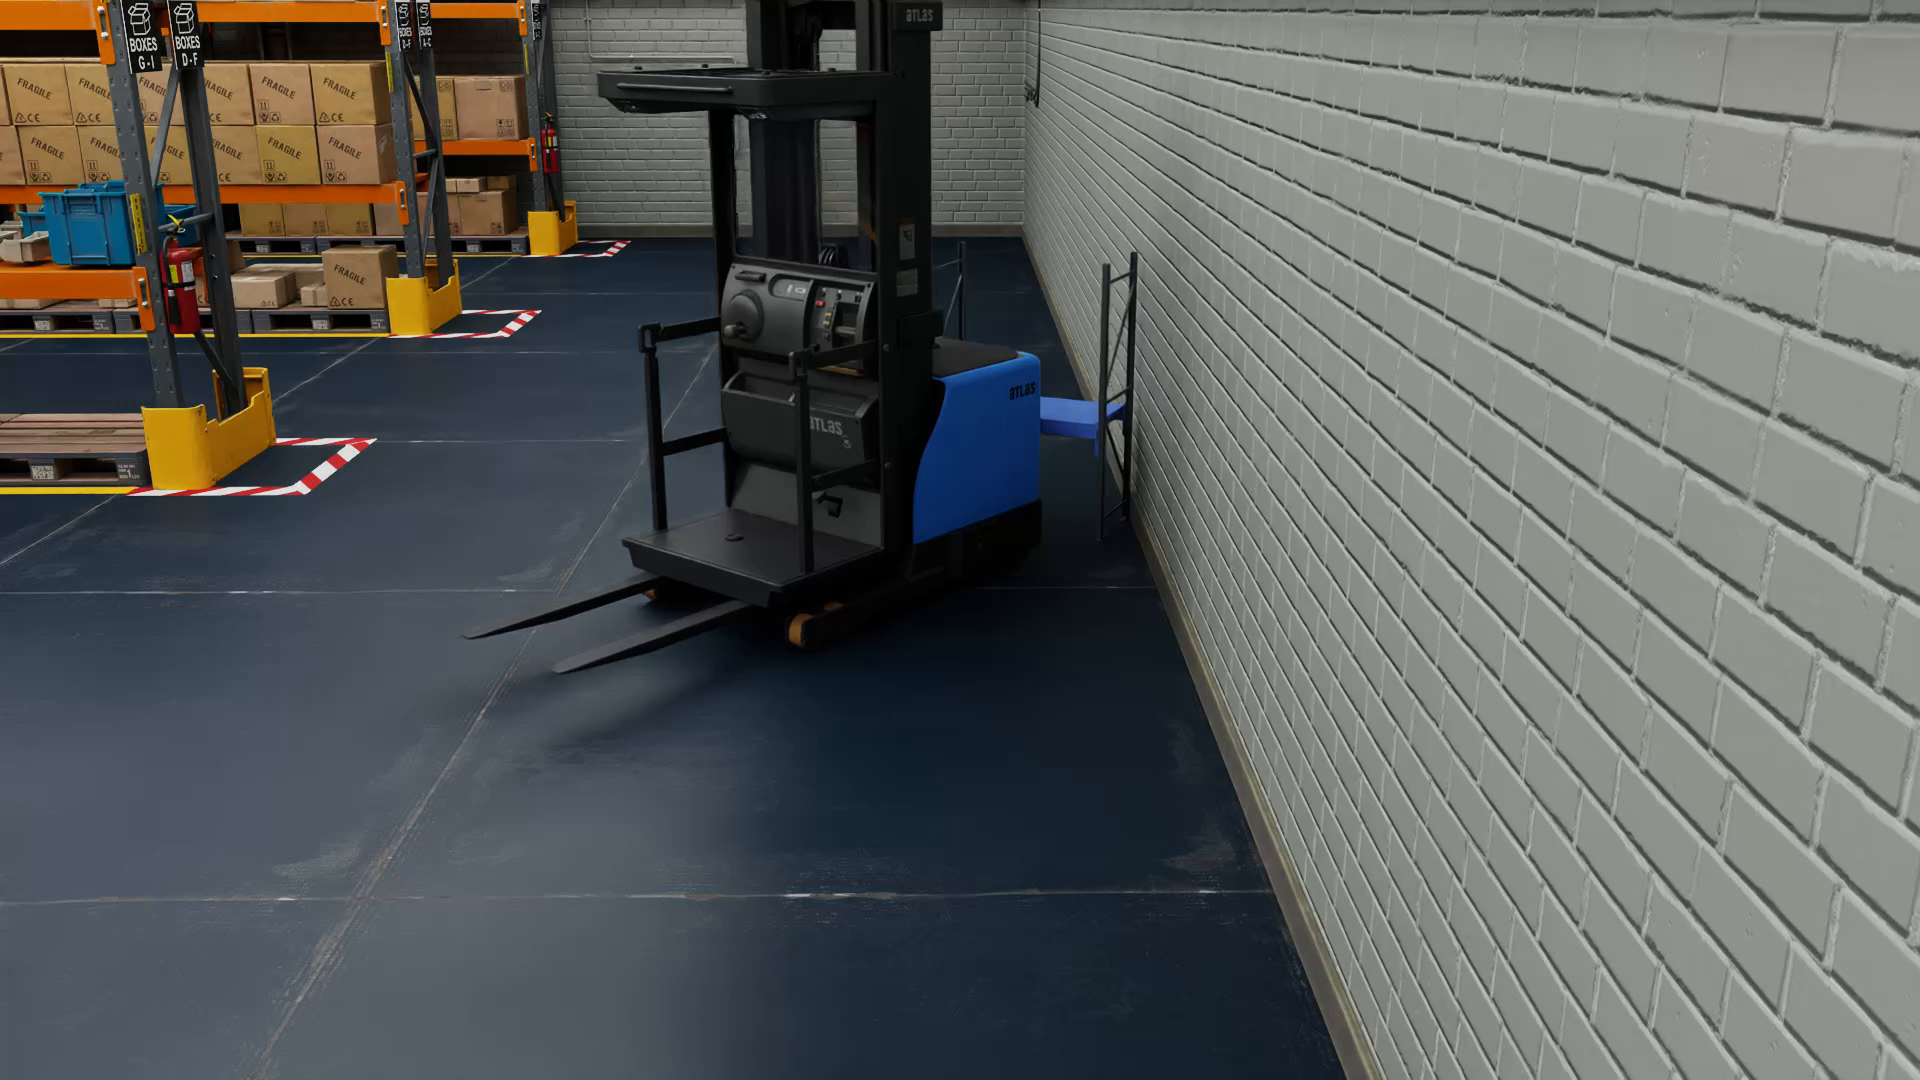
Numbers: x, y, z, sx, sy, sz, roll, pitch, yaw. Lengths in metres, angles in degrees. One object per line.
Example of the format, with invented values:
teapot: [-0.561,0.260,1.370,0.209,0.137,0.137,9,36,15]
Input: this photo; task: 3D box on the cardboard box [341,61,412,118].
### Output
cardboard box: [-5.247,-4.017,14.858,0.500,0.500,0.500,0,18,1]

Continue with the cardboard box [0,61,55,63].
cardboard box: [-8.298,-4.001,14.808,0.500,0.500,0.500,0,18,-1]

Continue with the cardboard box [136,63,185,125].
cardboard box: [-6.777,-3.843,14.317,0.500,0.500,0.500,0,18,1]

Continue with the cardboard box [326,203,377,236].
cardboard box: [-7.116,-3.894,19.679,0.500,0.500,0.700,0,18,0]

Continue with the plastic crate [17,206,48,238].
plastic crate: [-5.635,-1.947,10.382,0.300,0.233,0.416,0,18,-1]

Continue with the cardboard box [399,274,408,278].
cardboard box: [-5.224,-2.370,15.471,0.250,0.149,0.380,0,18,-1]

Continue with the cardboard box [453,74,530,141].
cardboard box: [-5.391,-5.065,19.435,0.700,0.700,0.980,1,18,2]

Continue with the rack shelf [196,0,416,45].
rack shelf: [-6.799,-4.491,14.403,4.000,0.370,1.077,0,18,-1]

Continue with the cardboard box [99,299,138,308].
cardboard box: [-7.511,-2.199,14.910,0.250,0.166,0.380,0,18,-1]

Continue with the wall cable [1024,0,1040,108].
wall cable: [0.779,-6.224,18.801,0.112,2.526,3.097,0,18,-1]

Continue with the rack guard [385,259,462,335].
rack guard: [-4.876,-2.224,15.162,0.348,0.500,1.175,0,18,-1]

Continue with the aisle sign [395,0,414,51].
aisle sign: [-4.726,-4.559,14.094,0.004,0.787,0.394,0,18,-1]

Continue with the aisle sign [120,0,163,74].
aisle sign: [-4.648,-3.051,9.391,0.004,0.787,0.394,0,18,-1]

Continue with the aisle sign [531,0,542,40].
aisle sign: [-4.805,-6.074,18.816,0.004,0.787,0.394,0,18,-1]

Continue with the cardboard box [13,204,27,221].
cardboard box: [-11.267,-4.031,19.535,0.750,0.750,0.750,0,18,-1]

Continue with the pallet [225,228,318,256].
pallet: [-8.119,-3.560,19.801,1.213,0.211,1.003,0,18,-1]

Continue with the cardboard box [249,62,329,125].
cardboard box: [-5.745,-3.850,14.337,0.500,0.500,0.500,0,18,1]

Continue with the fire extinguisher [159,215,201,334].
fire extinguisher: [-4.567,-1.549,9.704,0.183,0.674,0.296,0,18,-1]

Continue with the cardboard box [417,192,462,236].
cardboard box: [-6.080,-3.901,19.702,0.500,0.500,0.700,0,18,-1]

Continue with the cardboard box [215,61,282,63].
cardboard box: [-6.270,-4.011,14.840,0.500,0.500,0.500,0,18,0]

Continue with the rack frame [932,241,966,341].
rack frame: [-0.081,-0.902,9.403,0.032,1.500,0.500,8,19,23]

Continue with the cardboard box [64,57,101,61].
cardboard box: [-9.855,-5.384,19.010,0.500,0.250,0.500,0,18,0]

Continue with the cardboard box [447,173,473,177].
cardboard box: [-5.964,-4.271,19.795,0.250,0.149,0.380,0,18,-1]

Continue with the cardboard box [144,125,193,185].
cardboard box: [-6.764,-3.370,14.480,0.500,0.500,0.500,-1,18,-2]

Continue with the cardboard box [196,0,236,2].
cardboard box: [-6.309,-4.683,14.071,0.500,0.250,0.500,0,18,-1]

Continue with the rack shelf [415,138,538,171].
rack shelf: [-6.881,-4.575,19.578,4.000,0.370,1.077,0,18,-1]

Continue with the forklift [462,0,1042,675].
forklift: [-0.897,-1.071,7.587,1.130,2.935,3.031,14,23,37]

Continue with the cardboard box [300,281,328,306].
cardboard box: [-5.746,-2.223,14.984,0.250,0.166,0.380,0,18,-1]

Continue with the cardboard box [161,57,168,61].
cardboard box: [-9.344,-5.384,19.009,0.500,0.250,0.500,0,18,0]

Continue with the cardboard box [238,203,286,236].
cardboard box: [-8.132,-3.890,19.669,0.500,0.500,0.700,0,18,0]

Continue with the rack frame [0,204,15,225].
rack frame: [-8.799,-3.395,14.722,0.127,3.000,1.000,0,18,-1]

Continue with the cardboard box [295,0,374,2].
cardboard box: [-5.309,-4.689,14.088,0.500,0.250,0.500,0,18,-1]

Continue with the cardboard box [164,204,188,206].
cardboard box: [-9.529,-4.042,19.569,0.750,0.750,0.750,0,18,0]

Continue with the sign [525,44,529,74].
sign: [-4.887,-5.426,18.768,0.005,0.325,0.100,0,18,-1]

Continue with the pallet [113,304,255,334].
pallet: [-6.889,-2.077,15.178,1.213,0.211,1.003,0,18,-1]

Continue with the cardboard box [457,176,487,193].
cardboard box: [-5.705,-4.156,19.435,0.250,0.149,0.380,0,18,-2]

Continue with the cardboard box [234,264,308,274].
cardboard box: [-6.348,-2.394,15.381,0.500,0.250,0.500,0,18,-1]

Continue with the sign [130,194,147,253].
sign: [-4.700,-1.812,9.517,0.005,0.325,0.100,0,18,-1]

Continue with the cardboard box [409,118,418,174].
cardboard box: [-5.247,-3.541,15.011,0.500,0.500,0.500,0,18,0]

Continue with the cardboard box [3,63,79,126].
cardboard box: [-7.808,-3.838,14.301,0.500,0.500,0.500,-1,18,-3]

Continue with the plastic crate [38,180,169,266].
plastic crate: [-5.057,-1.889,9.868,0.499,0.435,0.616,0,18,-1]

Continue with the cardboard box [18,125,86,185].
cardboard box: [-7.773,-3.366,14.465,0.500,0.500,0.500,0,18,0]

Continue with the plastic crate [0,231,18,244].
plastic crate: [-5.828,-1.749,9.922,0.243,0.136,0.396,0,18,-1]

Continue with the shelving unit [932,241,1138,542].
shelving unit: [0.384,-0.839,9.207,1.048,1.500,0.538,8,19,23]

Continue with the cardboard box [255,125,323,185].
cardboard box: [-5.762,-3.373,14.489,0.500,0.500,0.500,0,18,0]

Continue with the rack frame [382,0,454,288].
rack frame: [-4.800,-3.415,14.782,0.127,3.000,1.000,0,18,-1]

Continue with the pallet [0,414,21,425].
pallet: [-6.767,-0.577,10.501,1.213,0.211,1.003,0,18,-1]

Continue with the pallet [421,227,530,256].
pallet: [-5.680,-3.572,19.837,1.213,0.211,1.003,0,18,-1]

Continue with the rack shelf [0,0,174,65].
rack shelf: [-6.725,-2.978,9.687,4.000,0.370,1.077,0,18,-1]

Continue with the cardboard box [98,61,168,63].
cardboard box: [-7.281,-4.006,14.825,0.500,0.500,0.500,0,18,0]

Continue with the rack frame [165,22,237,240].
rack frame: [-8.881,-4.908,19.438,0.127,3.000,1.000,0,18,-1]

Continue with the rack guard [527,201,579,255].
rack guard: [-4.857,-3.738,19.880,0.348,0.500,1.175,0,18,-1]
